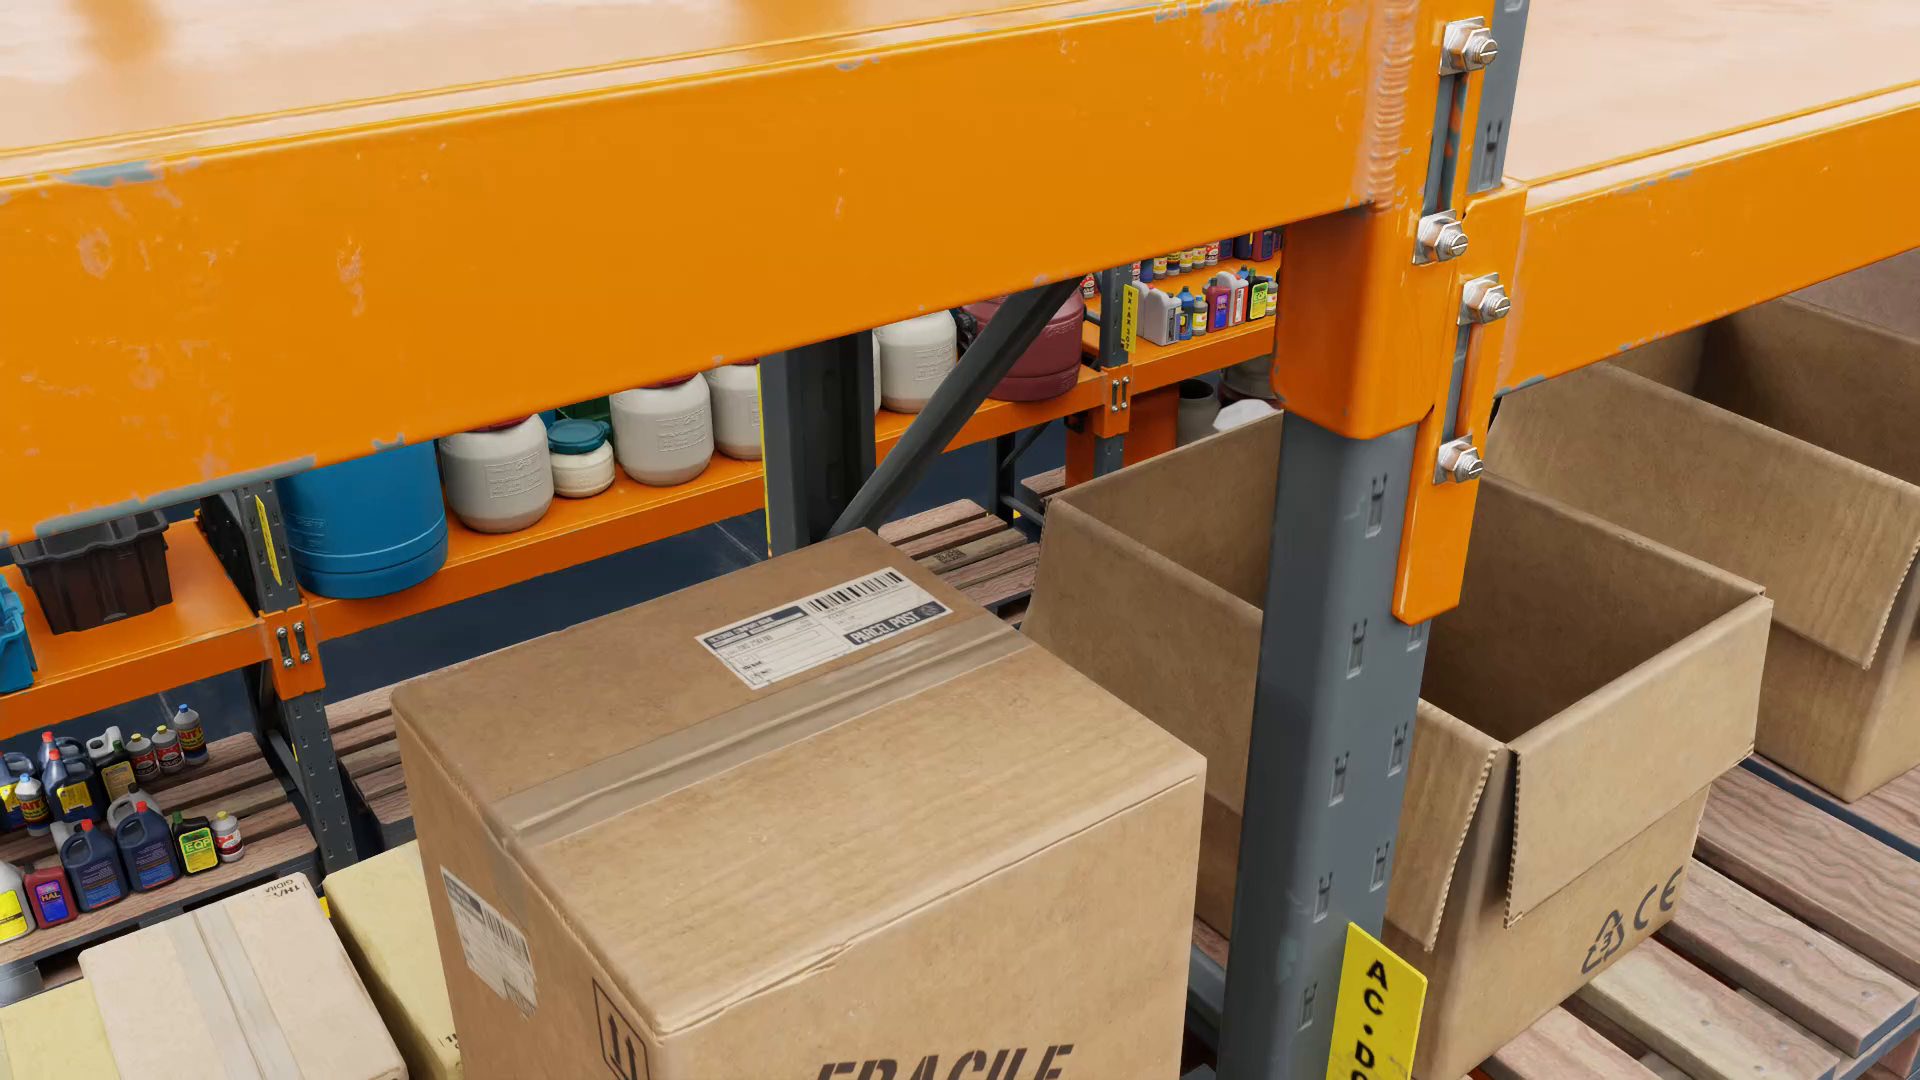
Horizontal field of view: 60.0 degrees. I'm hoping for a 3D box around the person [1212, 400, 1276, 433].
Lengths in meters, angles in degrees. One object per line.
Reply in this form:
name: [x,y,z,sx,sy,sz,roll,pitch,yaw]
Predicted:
person: [1.214,0.178,7.288,0.340,1.677,0.437,-18,34,-29]
